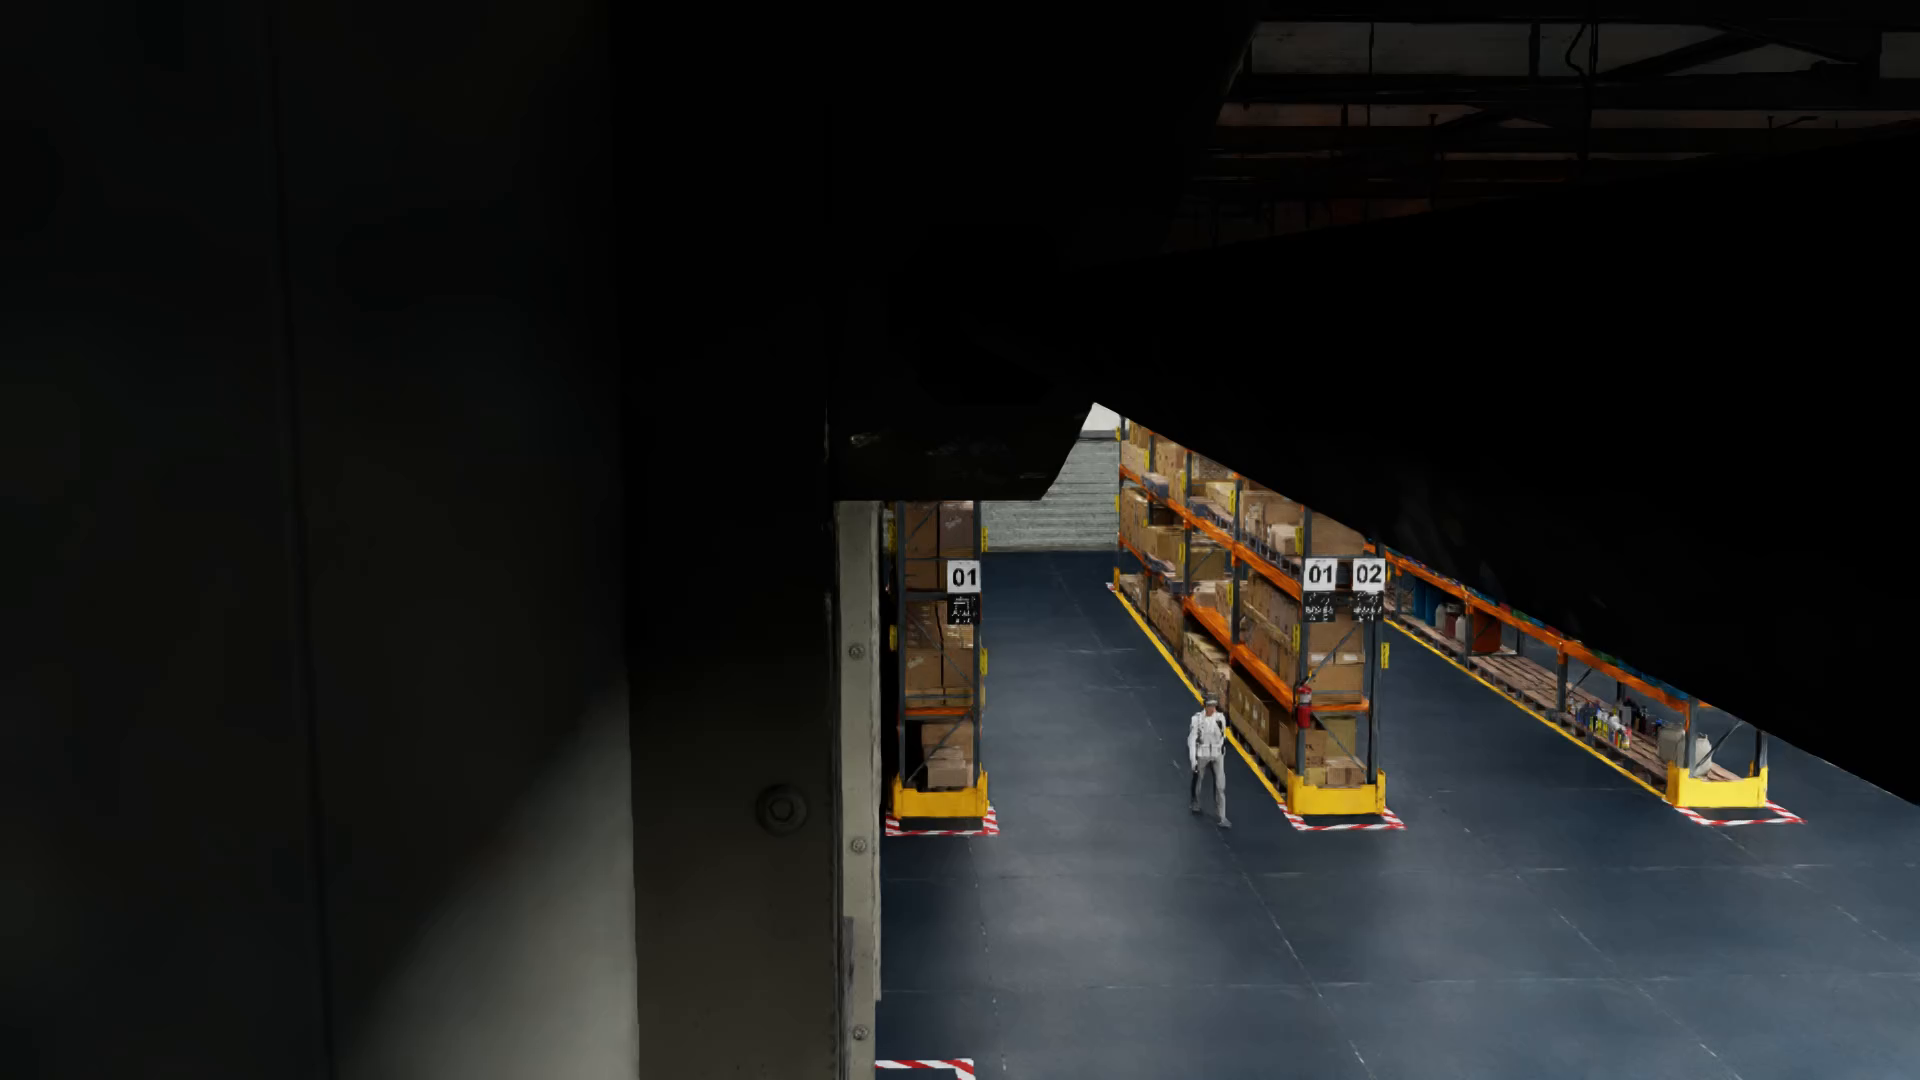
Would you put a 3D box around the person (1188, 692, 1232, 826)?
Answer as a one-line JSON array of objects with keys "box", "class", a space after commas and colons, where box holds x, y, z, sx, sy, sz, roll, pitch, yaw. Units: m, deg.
[{"box": [3.020, 2.617, 20.273, 0.499, 1.588, 1.071, -1, 8, -4], "class": "person"}]
